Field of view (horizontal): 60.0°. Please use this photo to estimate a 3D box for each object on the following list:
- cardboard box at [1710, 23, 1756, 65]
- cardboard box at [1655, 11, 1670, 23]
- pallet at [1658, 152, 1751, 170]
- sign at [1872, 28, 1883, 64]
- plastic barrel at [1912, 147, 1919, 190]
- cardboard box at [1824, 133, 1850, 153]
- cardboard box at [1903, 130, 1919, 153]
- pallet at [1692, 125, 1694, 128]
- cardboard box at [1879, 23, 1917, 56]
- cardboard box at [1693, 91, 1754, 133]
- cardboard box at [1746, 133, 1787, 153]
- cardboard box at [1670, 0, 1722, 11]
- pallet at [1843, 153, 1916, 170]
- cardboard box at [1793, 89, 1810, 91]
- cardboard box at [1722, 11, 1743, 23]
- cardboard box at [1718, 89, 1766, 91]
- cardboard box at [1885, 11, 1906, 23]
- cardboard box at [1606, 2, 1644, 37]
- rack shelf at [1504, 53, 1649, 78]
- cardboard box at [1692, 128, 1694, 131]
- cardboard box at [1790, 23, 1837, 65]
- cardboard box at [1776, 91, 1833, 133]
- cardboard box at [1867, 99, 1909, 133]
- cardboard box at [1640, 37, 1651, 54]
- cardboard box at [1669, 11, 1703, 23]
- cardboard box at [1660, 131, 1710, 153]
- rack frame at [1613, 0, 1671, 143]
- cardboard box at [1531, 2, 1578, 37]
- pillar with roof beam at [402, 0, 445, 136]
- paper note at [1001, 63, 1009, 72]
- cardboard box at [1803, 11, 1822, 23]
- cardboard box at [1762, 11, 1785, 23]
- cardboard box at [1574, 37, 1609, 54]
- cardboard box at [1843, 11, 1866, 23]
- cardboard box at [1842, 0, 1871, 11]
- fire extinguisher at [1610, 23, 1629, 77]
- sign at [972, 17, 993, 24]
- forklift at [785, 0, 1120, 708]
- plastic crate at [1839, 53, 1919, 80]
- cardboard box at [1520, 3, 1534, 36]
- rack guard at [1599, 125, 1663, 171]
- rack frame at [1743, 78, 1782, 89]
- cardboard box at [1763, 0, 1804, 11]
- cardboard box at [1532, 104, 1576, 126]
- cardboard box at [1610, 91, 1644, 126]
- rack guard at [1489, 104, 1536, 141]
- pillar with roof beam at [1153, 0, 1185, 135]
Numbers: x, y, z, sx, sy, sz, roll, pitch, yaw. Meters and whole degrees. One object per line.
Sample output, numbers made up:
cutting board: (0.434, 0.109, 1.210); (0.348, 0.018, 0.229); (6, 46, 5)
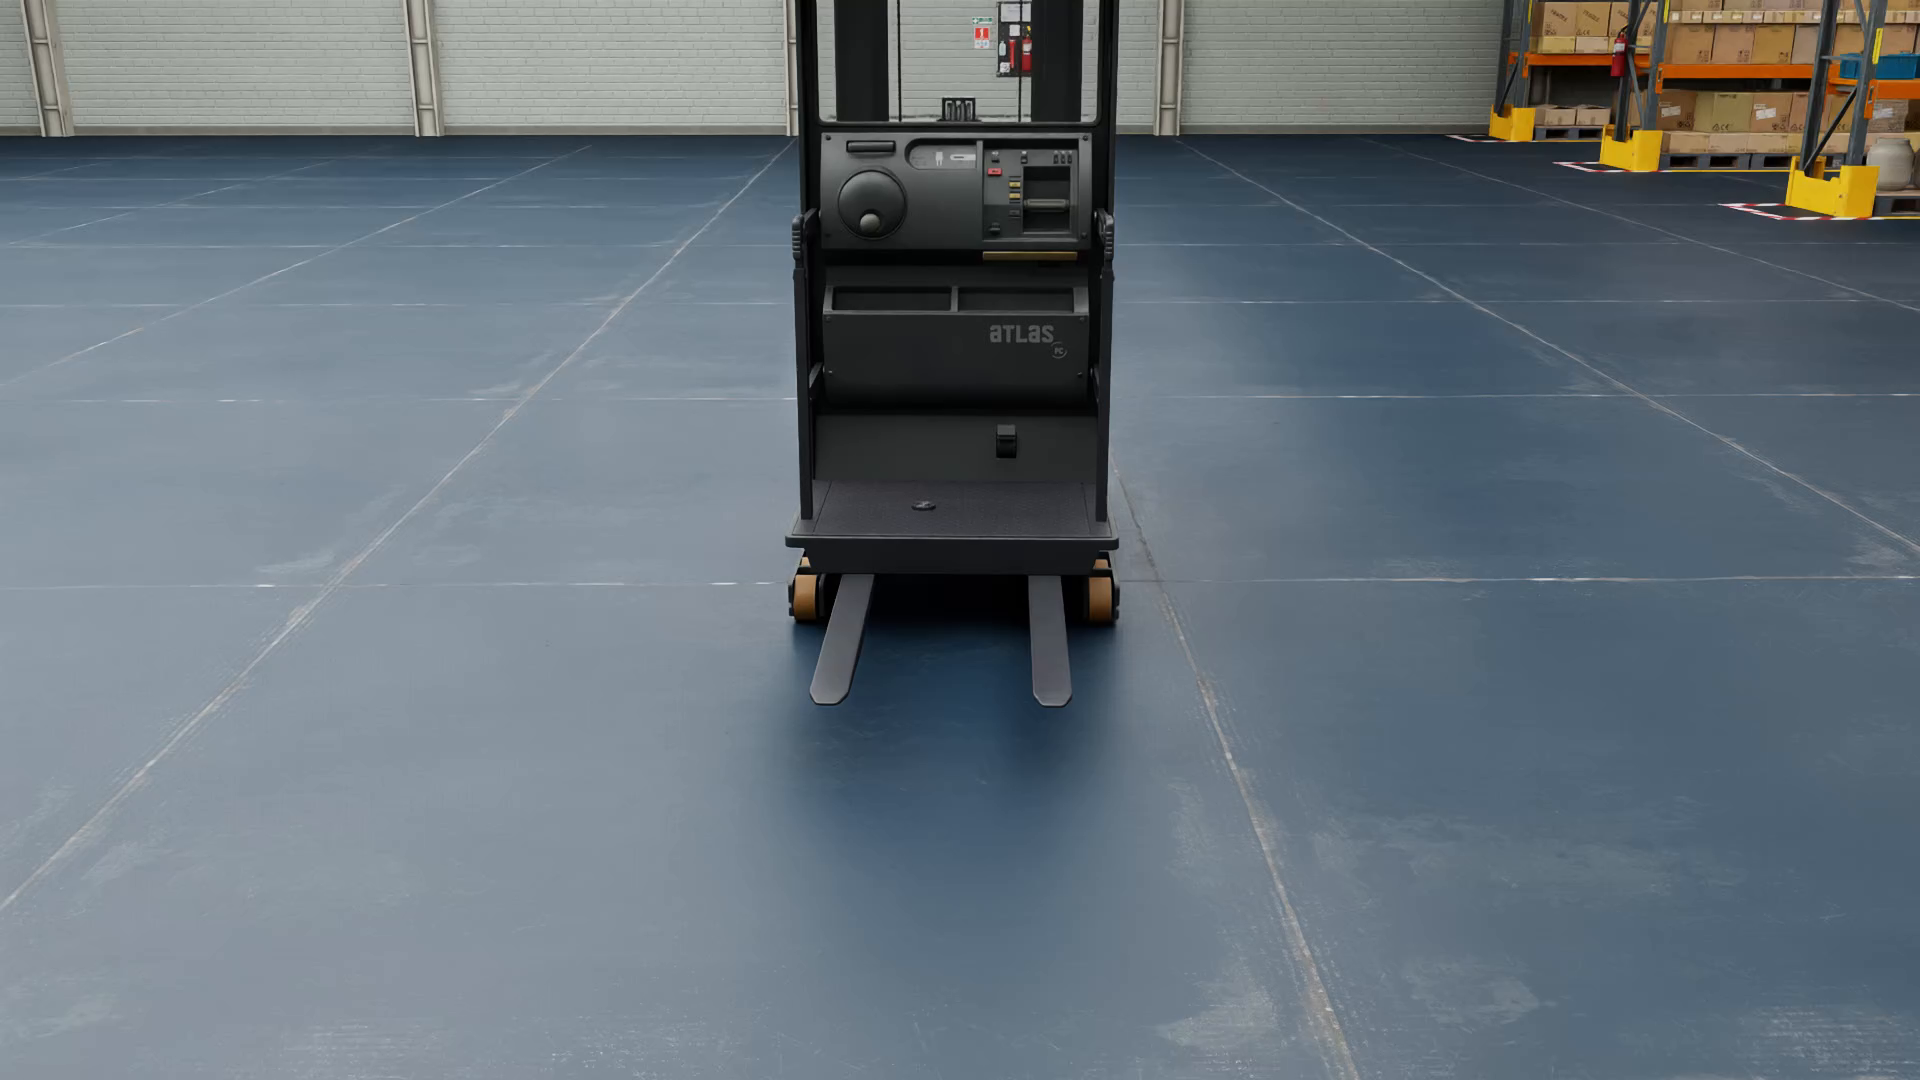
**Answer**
cardboard box: (9.766, -6.367, 21.320); (0.500, 0.500, 0.700); (0, 18, 1)
cardboard box: (9.154, -6.733, 21.401); (0.250, 0.149, 0.380); (-1, 18, -2)
pallet: (9.538, -5.005, 21.805); (1.213, 0.211, 1.003); (0, 18, -1)
sign: (8.853, -4.768, 16.046); (0.005, 0.325, 0.100); (0, 18, -1)
plastic barrel: (10.007, -3.848, 17.018); (0.421, 0.512, 0.421); (0, 18, 0)
cardboard box: (11.314, -5.151, 21.509); (0.500, 0.250, 0.500); (0, 18, -1)
cardboard box: (12.314, -5.158, 21.529); (0.500, 0.250, 0.500); (0, 18, -1)
pallet: (12.021, -6.507, 26.487); (1.213, 0.211, 1.003); (0, 18, -1)
cardboard box: (11.803, -6.375, 21.346); (0.500, 0.500, 0.700); (0, 18, -1)
cardboard box: (9.814, -5.502, 21.375); (0.500, 0.500, 0.500); (0, 18, -1)
cardboard box: (10.314, -5.148, 21.498); (0.500, 0.250, 0.500); (0, 18, -1)
cardboard box: (9.294, -6.981, 21.110); (0.500, 0.500, 0.700); (0, 18, -1)
pallet: (11.978, -5.017, 21.842); (1.213, 0.211, 1.003); (0, 18, -1)
cardboard box: (11.305, -5.672, 21.905); (0.500, 0.500, 0.500); (0, 18, -1)
cardboard box: (9.684, -6.612, 21.023); (0.250, 0.149, 0.380); (0, 18, -1)
cardboard box: (10.306, -5.667, 21.890); (0.500, 0.500, 0.500); (0, 18, -1)
cardboard box: (11.734, -6.622, 21.053); (0.250, 0.149, 0.380); (0, 18, -1)
cardboard box: (10.186, -8.035, 25.670); (0.500, 0.500, 0.500); (-1, 18, -3)
rack shelf: (10.692, -7.497, 26.184); (4.000, 0.370, 1.077); (0, 18, -1)
cardboard box: (9.806, -5.306, 21.992); (0.500, 0.250, 0.500); (0, 18, -1)
cardboard box: (10.789, -6.371, 21.333); (0.500, 0.500, 0.700); (0, 18, 1)
cardboard box: (10.814, -5.505, 21.386); (0.500, 0.500, 0.500); (0, 18, -1)
cardboard box: (11.814, -5.516, 21.418); (0.500, 0.500, 0.500); (0, 18, -1)
cardboard box: (10.719, -7.682, 25.798); (0.500, 0.250, 0.500); (0, 18, 0)
cardboard box: (9.170, -6.609, 21.014); (0.250, 0.149, 0.380); (0, 18, -1)
cardboard box: (9.314, -5.142, 21.480); (0.500, 0.250, 0.500); (0, 18, -1)
rack frame: (8.774, -6.317, 21.328); (0.127, 3.000, 1.000); (0, 18, -1)
cardboard box: (9.175, -8.035, 25.671); (0.500, 0.500, 0.500); (0, 18, -1)
pillar with roof beam: (-8.551, -9.552, 21.593); (0.400, 9.000, 9.100); (0, 18, -1)
paper note: (0.730, -7.669, 26.985); (0.142, 0.148, 0.016); (0, 18, -1)
cardboard box: (10.707, -6.616, 21.037); (0.250, 0.149, 0.380); (0, 18, 0)
cardboard box: (10.202, -6.615, 21.032); (0.250, 0.149, 0.380); (-1, 18, -3)
cardboard box: (9.704, -7.680, 25.791); (0.500, 0.250, 0.500); (-1, 18, -3)
cardboard box: (11.236, -6.620, 21.048); (0.250, 0.149, 0.380); (0, 18, 1)
cardboard box: (11.324, -6.992, 21.146); (0.500, 0.500, 0.700); (0, 18, -1)
fire extinguisher: (8.649, -6.421, 21.780); (0.183, 0.674, 0.296); (0, 18, -1)
sign: (0.358, -8.363, 26.782); (0.331, 0.109, 0.001); (0, 18, -1)
forklift: (-0.016, -1.206, 5.508); (1.130, 2.935, 3.031); (0, 18, 1)
plastic crate: (9.345, -4.827, 16.927); (0.616, 0.251, 0.499); (0, 18, -1)
cardboard box: (9.160, -8.192, 26.159); (0.500, 0.500, 0.500); (0, 18, -1)
rack guard: (8.750, -5.126, 21.709); (0.348, 0.500, 1.175); (0, 18, -1)
rack frame: (12.692, -7.849, 26.104); (0.127, 3.000, 1.000); (0, 18, -1)
cardboard box: (10.324, -6.987, 21.132); (0.500, 0.500, 0.700); (0, 18, -1)
cardboard box: (9.386, -6.735, 26.312); (0.500, 0.311, 0.500); (-2, 18, -7)
cardboard box: (10.690, -6.816, 26.256); (0.500, 0.500, 0.700); (-1, 18, -4)
rack guard: (8.769, -6.640, 26.427); (0.348, 0.500, 1.175); (0, 18, -1)
pillar with roof beam: (3.448, -9.610, 21.773); (0.400, 9.000, 9.100); (0, 18, -1)
